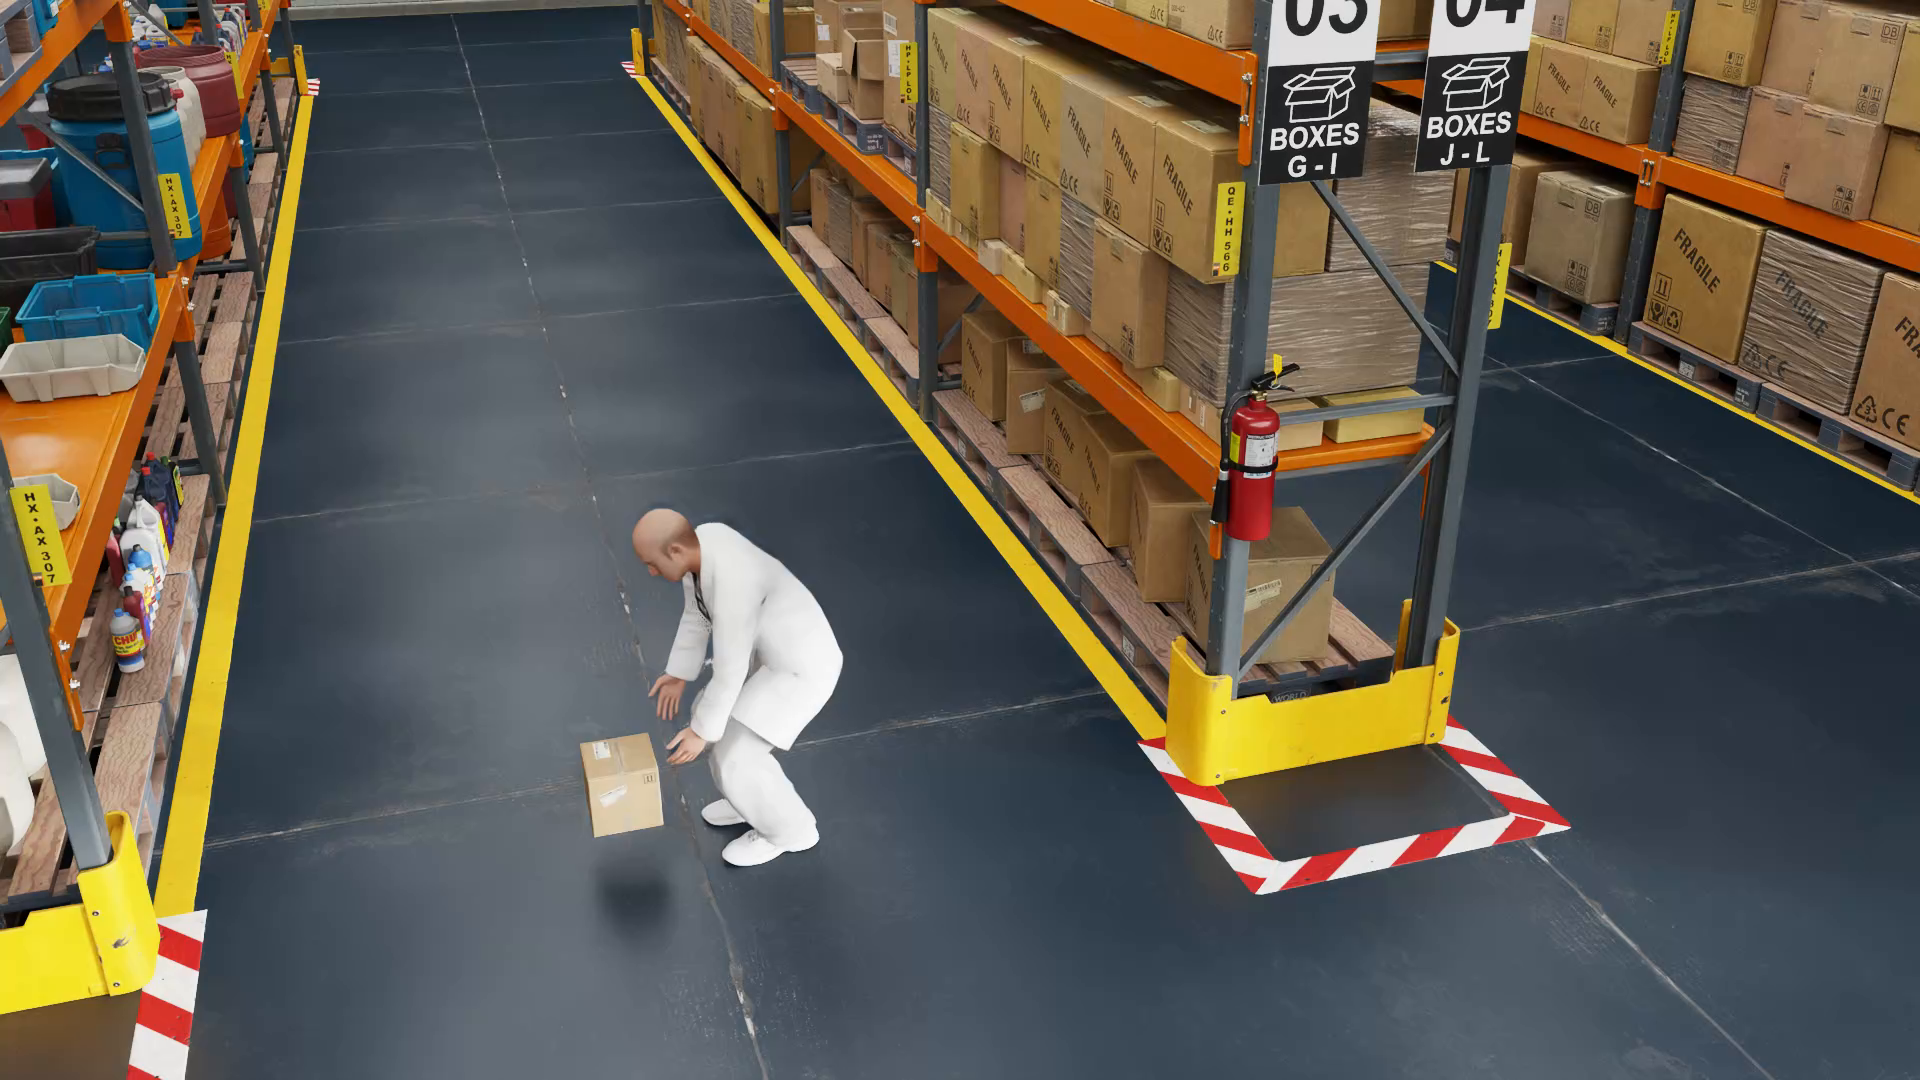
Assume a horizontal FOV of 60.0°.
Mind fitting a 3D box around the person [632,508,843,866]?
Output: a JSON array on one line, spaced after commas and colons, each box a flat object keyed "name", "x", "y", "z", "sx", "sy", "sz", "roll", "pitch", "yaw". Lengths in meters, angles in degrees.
[{"name": "person", "x": -0.773, "y": 0.501, "z": 6.011, "sx": 0.718, "sy": 1.425, "sz": 0.630, "roll": -8, "pitch": 27, "yaw": -16}]
